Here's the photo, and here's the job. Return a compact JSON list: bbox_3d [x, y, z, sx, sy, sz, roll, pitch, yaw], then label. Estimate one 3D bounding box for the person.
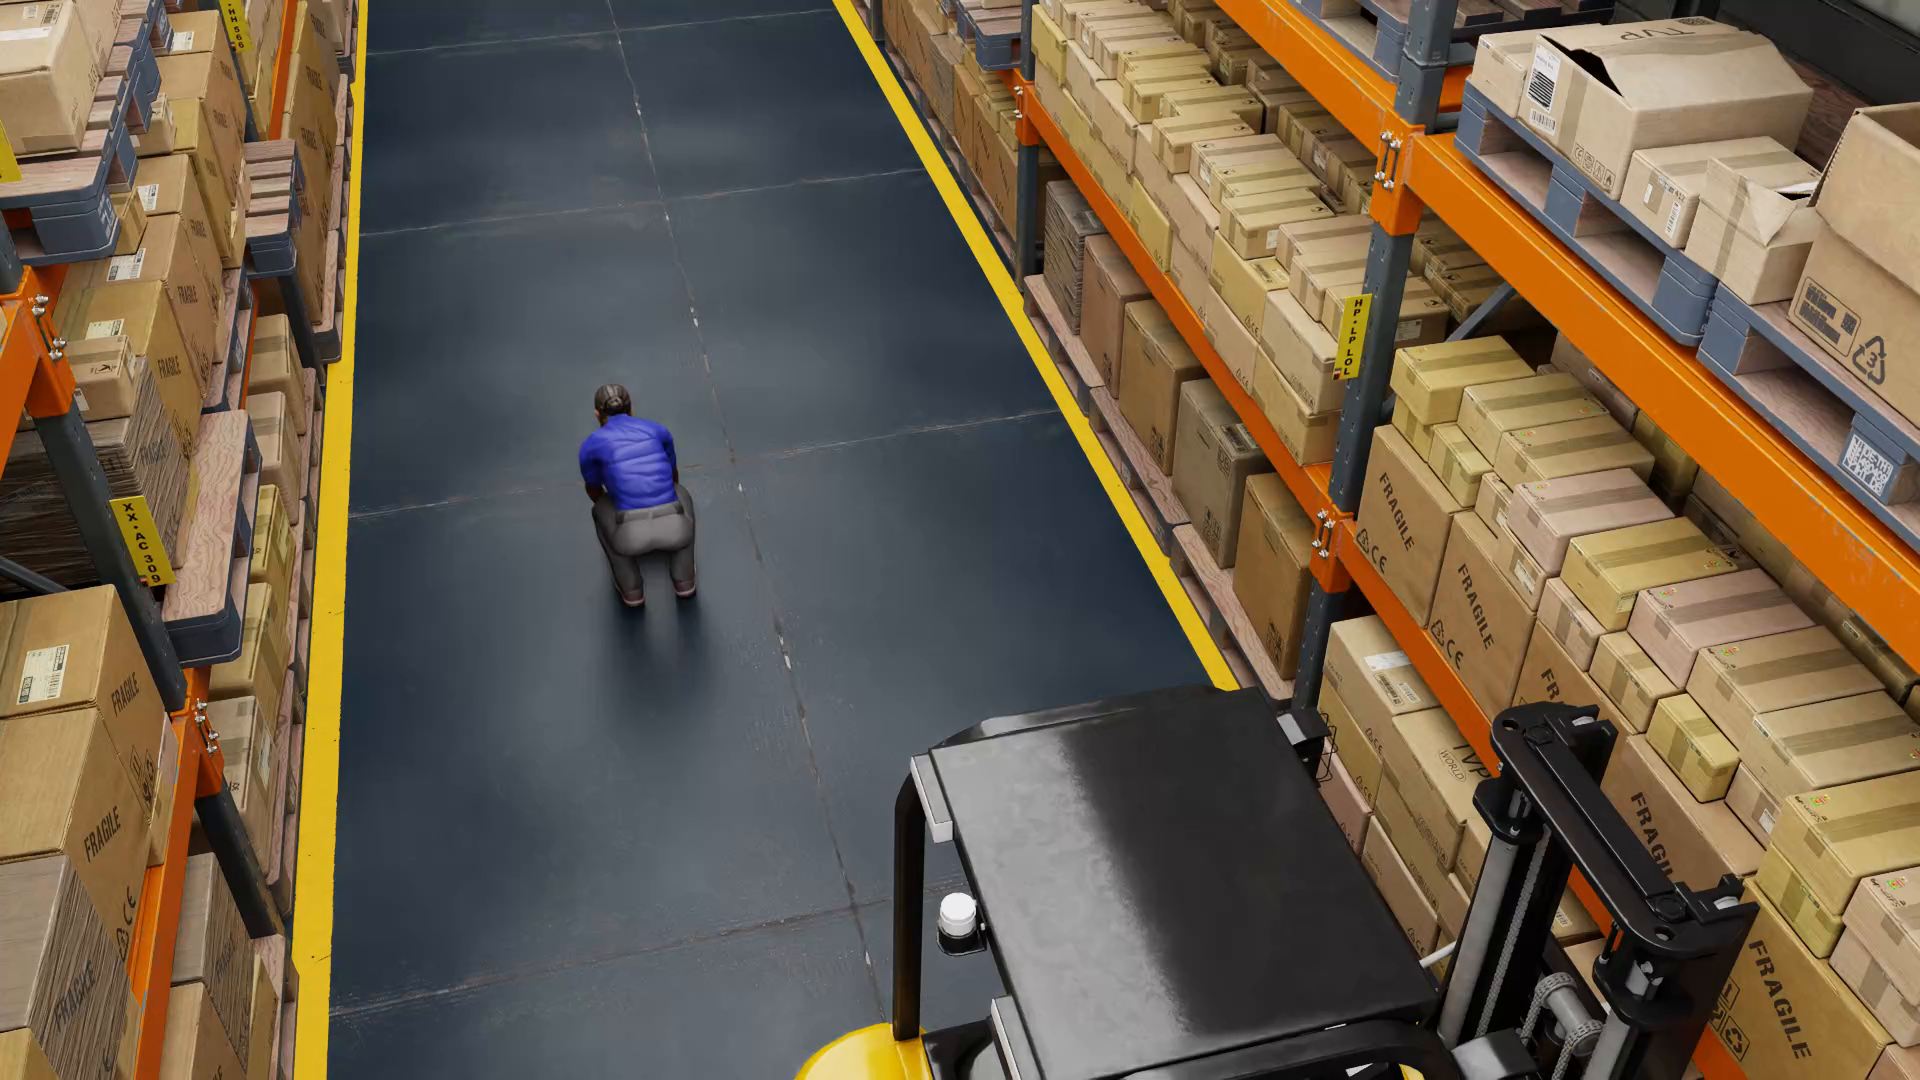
[{"bbox_3d":[-1.470,-0.201,7.634,0.483,0.843,0.795,-10,39,-12],"label":"person"}]
